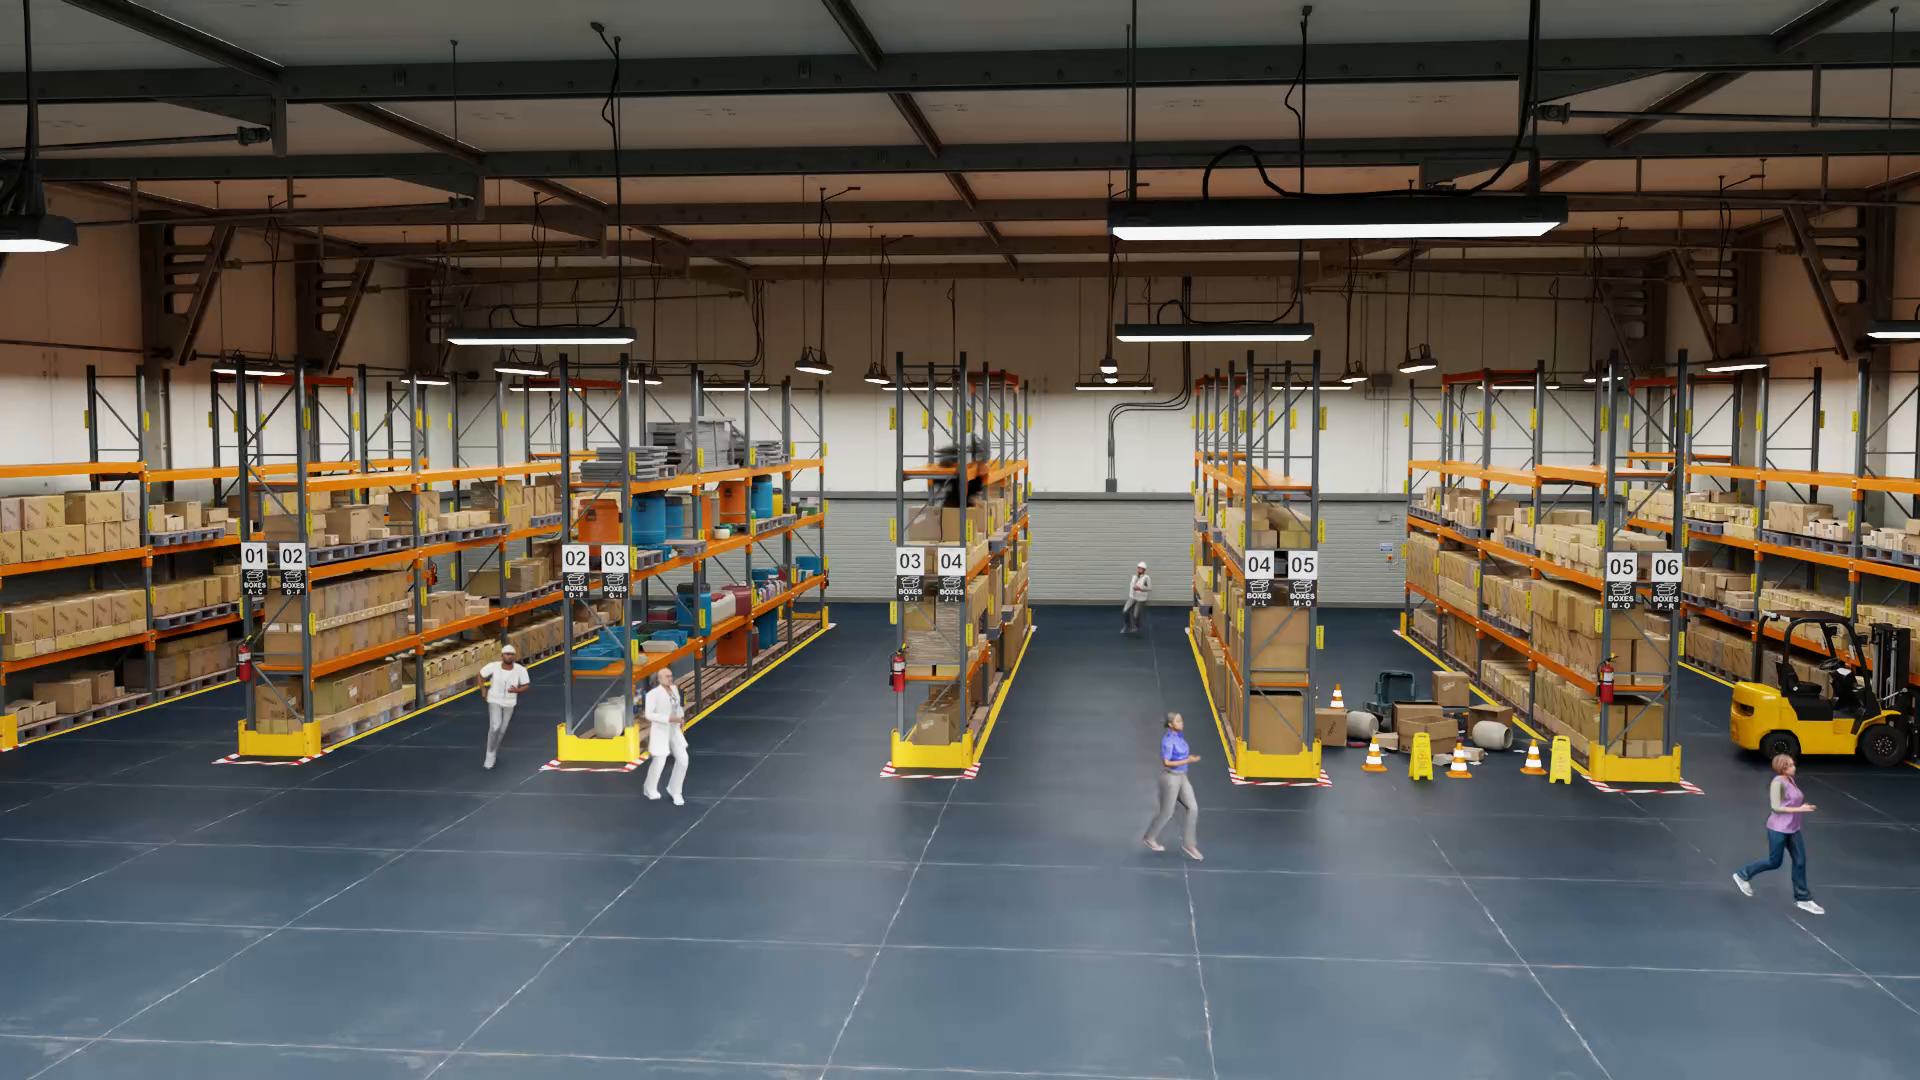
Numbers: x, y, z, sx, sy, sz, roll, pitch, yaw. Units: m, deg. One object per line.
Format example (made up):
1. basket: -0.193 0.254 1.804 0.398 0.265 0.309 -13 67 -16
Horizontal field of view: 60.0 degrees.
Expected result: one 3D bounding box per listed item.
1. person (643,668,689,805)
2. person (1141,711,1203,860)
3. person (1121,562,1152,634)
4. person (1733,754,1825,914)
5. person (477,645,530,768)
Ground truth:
1. person: -3.831 2.593 21.752 0.811 1.858 0.740 4 5 41
2. person: 2.445 2.814 19.102 0.742 1.713 0.560 3 5 35
3. person: 4.184 1.364 39.100 0.750 1.719 0.677 3 5 36
4. person: 8.434 2.992 17.076 0.544 1.563 0.879 -3 5 -40
5. person: -6.662 2.421 24.328 0.693 1.804 0.662 -2 5 -28
